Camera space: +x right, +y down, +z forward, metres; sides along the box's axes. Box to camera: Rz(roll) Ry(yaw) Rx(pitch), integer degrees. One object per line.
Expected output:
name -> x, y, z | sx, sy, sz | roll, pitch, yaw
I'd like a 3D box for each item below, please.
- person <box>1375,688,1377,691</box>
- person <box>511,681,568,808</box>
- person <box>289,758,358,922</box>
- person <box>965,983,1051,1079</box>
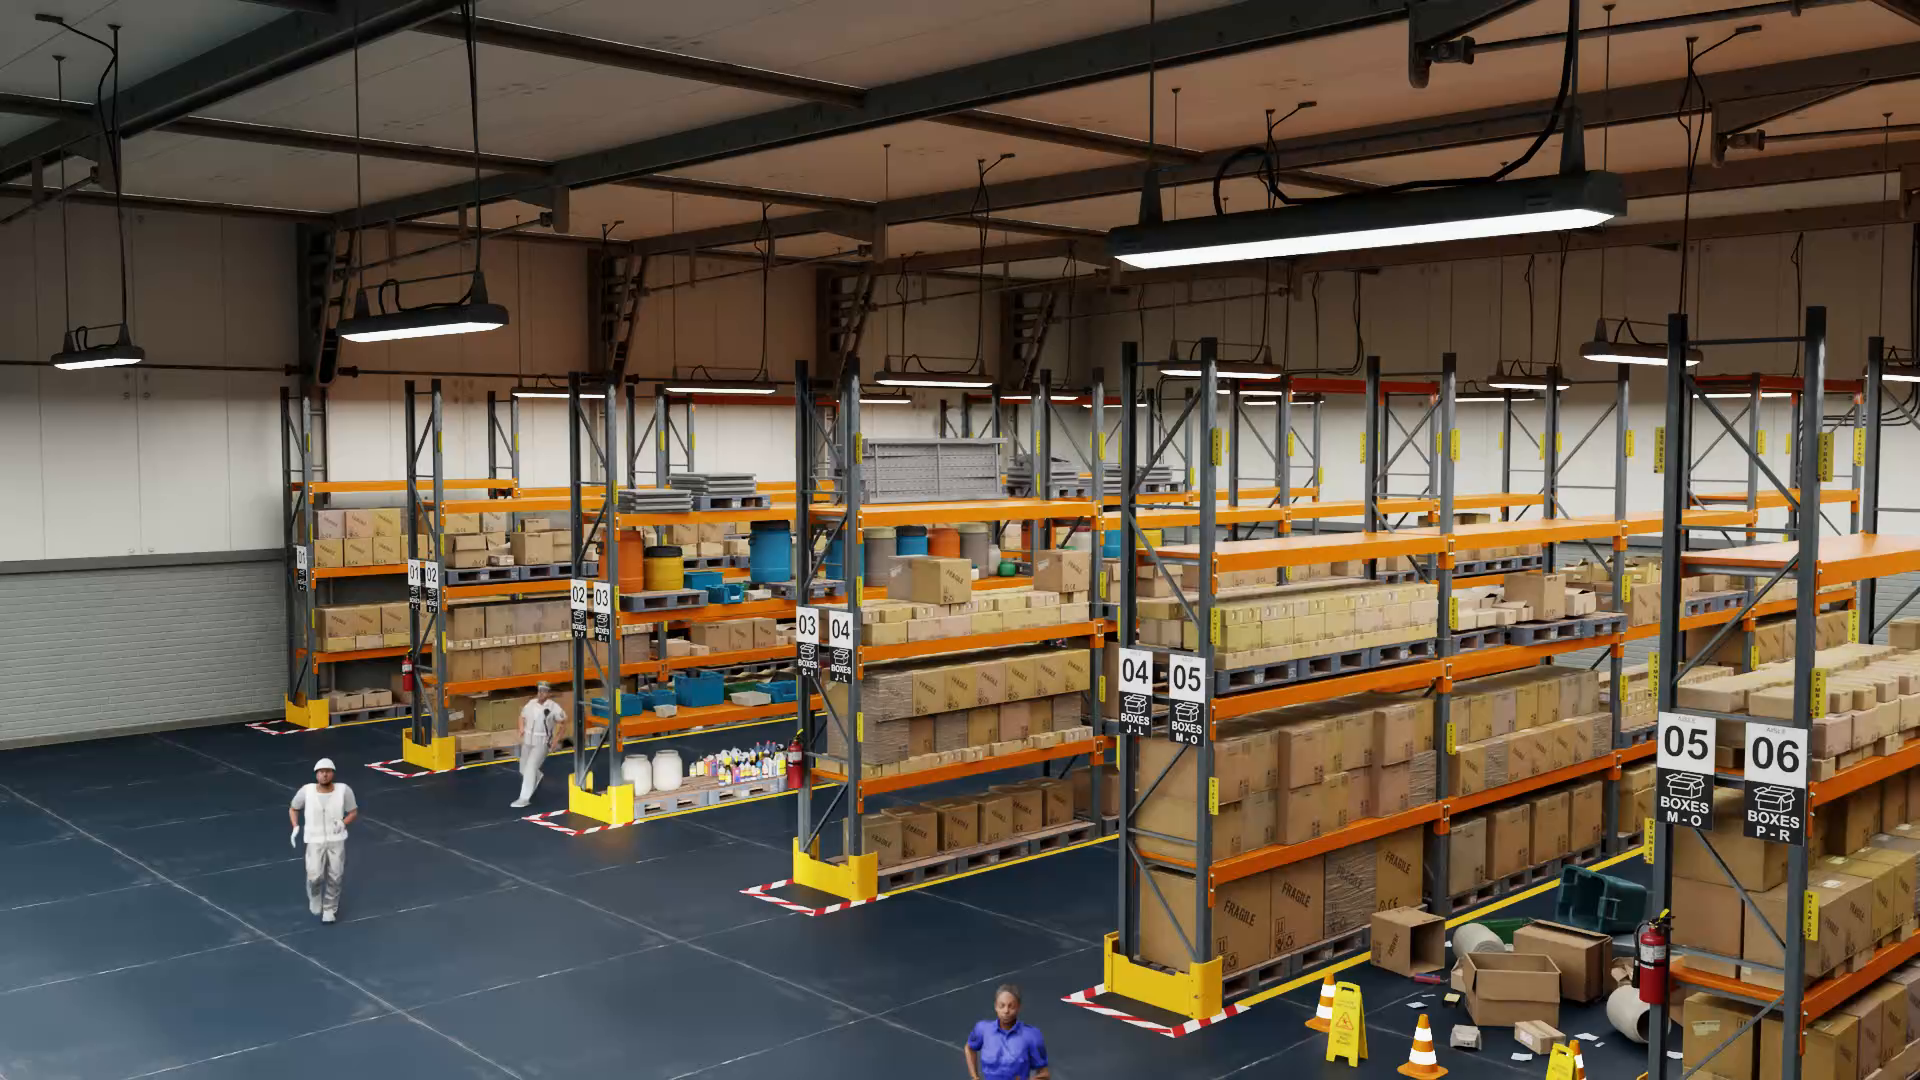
person -> 5.752, 2.829, 23.319 | 0.685, 1.706, 0.671 | -3, 5, -41
person -> -5.863, 2.817, 23.219 | 0.719, 1.731, 0.845 | 1, 4, 14
person -> -6.676, 3.171, 17.478 | 0.675, 1.739, 0.597 | -2, 4, -22
person -> 0.288, 3.662, 10.551 | 0.540, 1.712, 0.737 | 0, 4, 4
